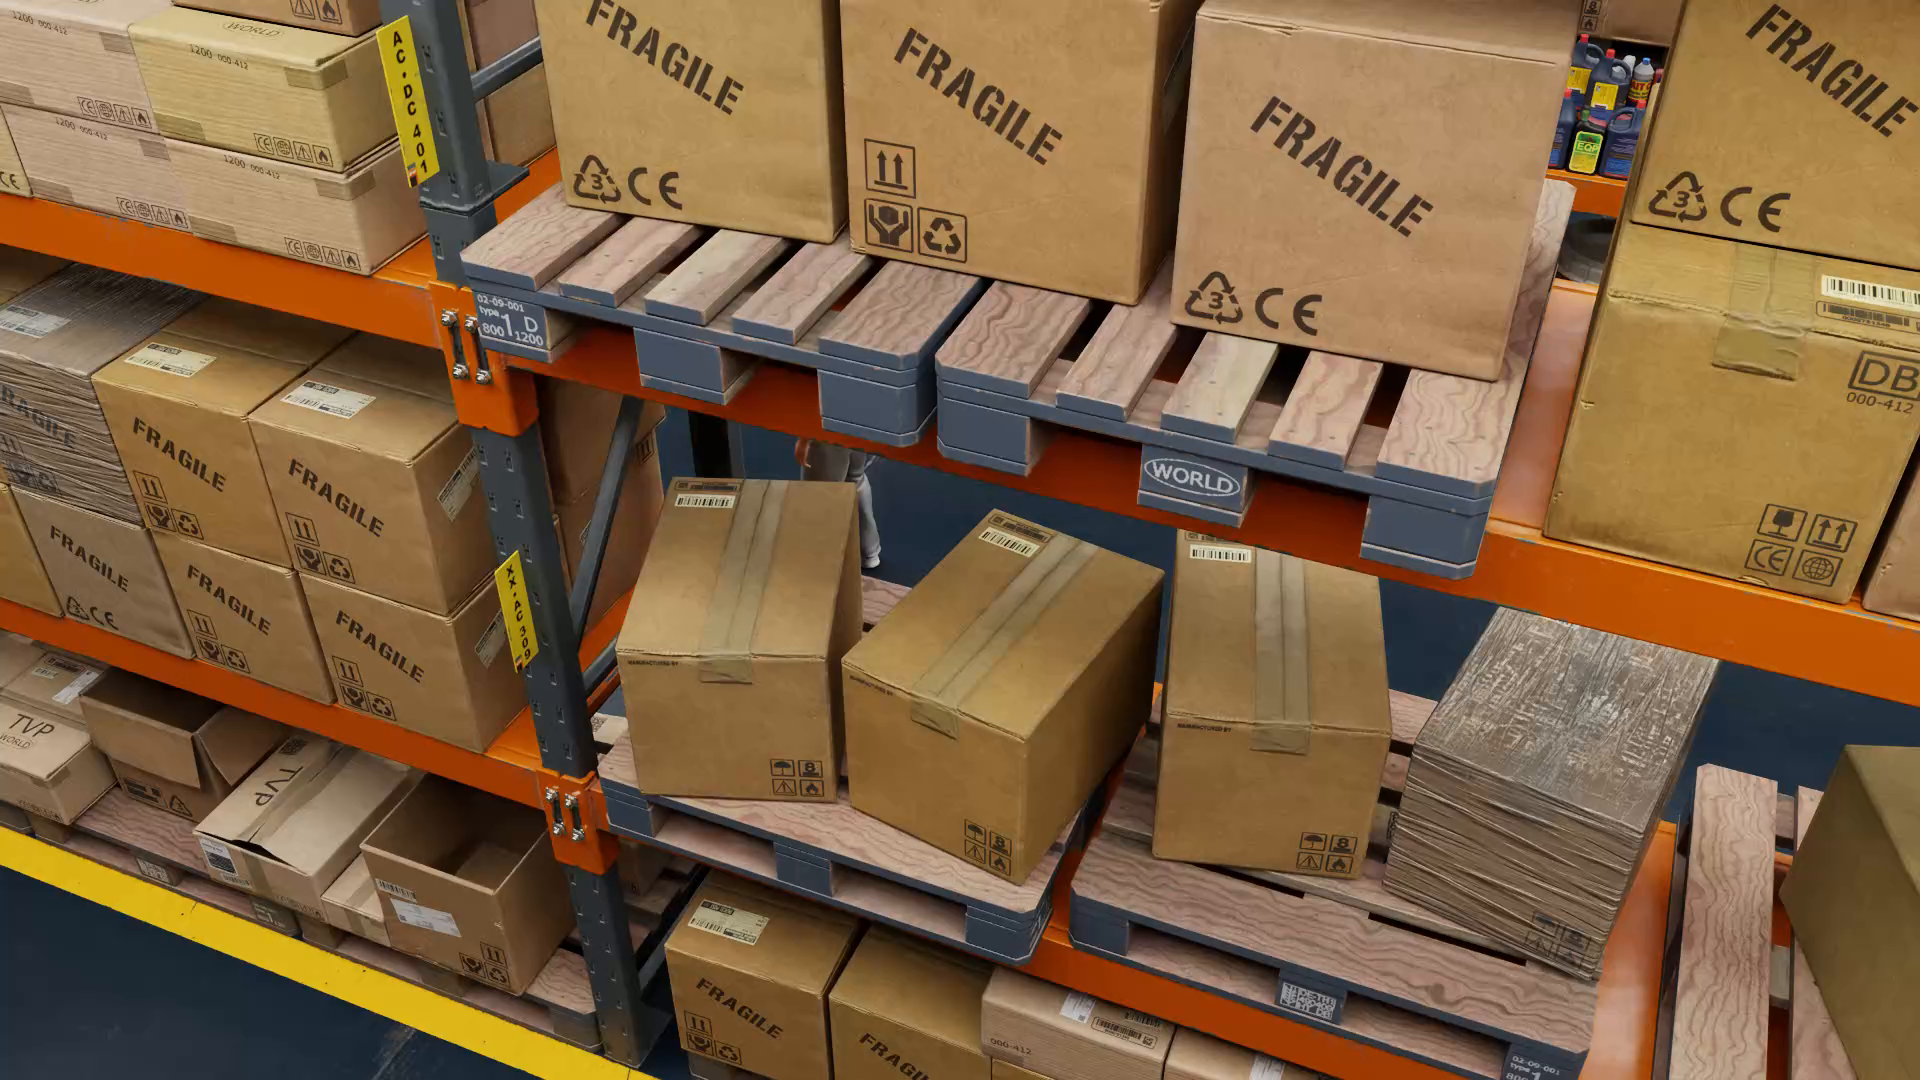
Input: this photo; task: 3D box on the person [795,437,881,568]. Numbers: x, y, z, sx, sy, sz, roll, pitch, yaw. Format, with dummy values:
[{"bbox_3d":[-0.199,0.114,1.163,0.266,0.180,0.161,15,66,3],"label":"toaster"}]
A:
[{"bbox_3d":[-0.527,-0.493,6.792,0.352,1.672,0.496,14,40,17],"label":"person"}]
